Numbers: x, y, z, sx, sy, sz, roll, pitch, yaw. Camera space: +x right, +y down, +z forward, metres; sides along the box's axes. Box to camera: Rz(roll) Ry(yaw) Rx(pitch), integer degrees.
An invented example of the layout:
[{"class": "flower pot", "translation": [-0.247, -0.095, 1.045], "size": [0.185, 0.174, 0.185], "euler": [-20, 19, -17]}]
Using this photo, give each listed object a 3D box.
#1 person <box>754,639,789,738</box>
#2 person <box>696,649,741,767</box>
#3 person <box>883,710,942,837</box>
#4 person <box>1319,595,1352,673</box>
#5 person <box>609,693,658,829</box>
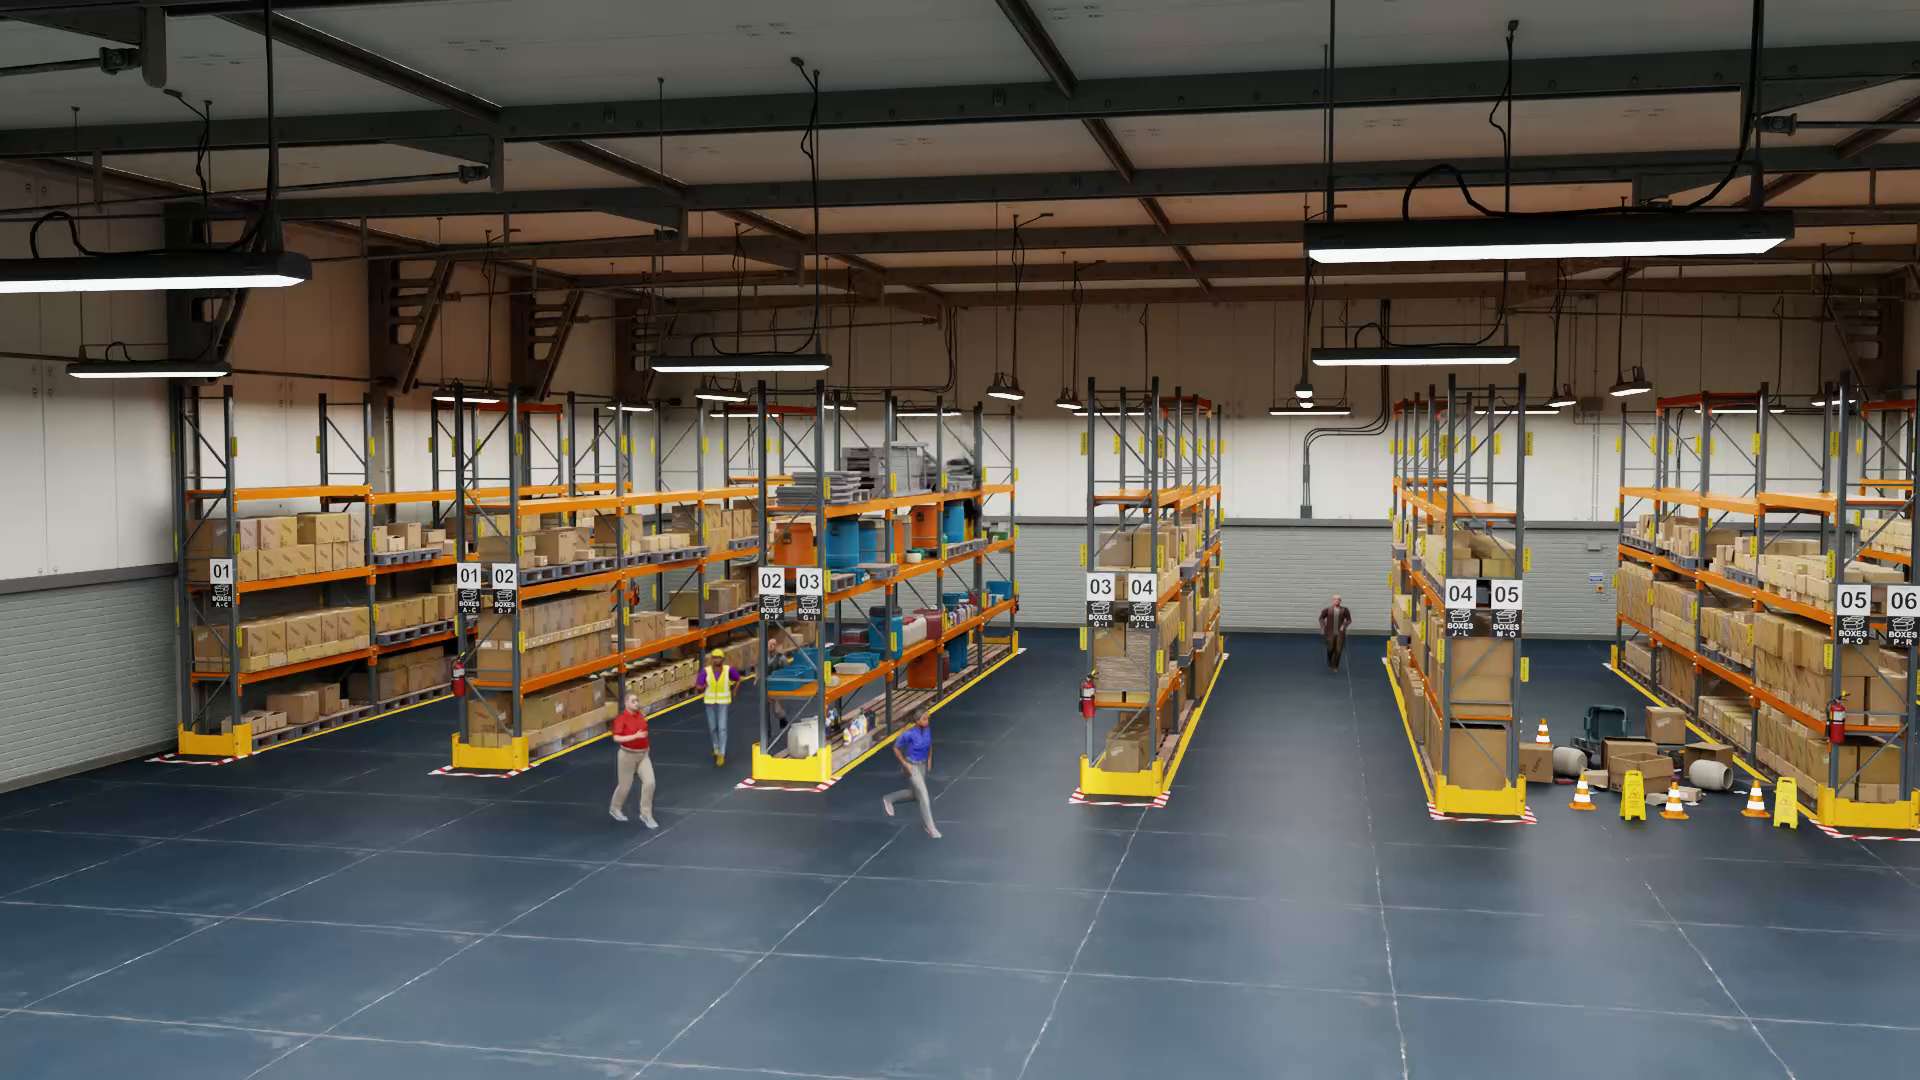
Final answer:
[{"class": "person", "translation": [-3.256, 2.553, 28.751], "size": [0.666, 1.683, 0.753], "euler": [1, 3, 11]}, {"class": "person", "translation": [-3.845, 2.626, 26.371], "size": [0.684, 1.809, 0.802], "euler": [0, 3, 1]}, {"class": "person", "translation": [-0.637, 3.009, 21.598], "size": [0.995, 1.640, 0.575], "euler": [2, 4, 37]}, {"class": "person", "translation": [8.313, 2.085, 36.808], "size": [0.708, 1.737, 0.576], "euler": [1, 3, 11]}, {"class": "person", "translation": [-4.323, 2.911, 21.934], "size": [0.768, 1.789, 0.639], "euler": [3, 4, 40]}]
